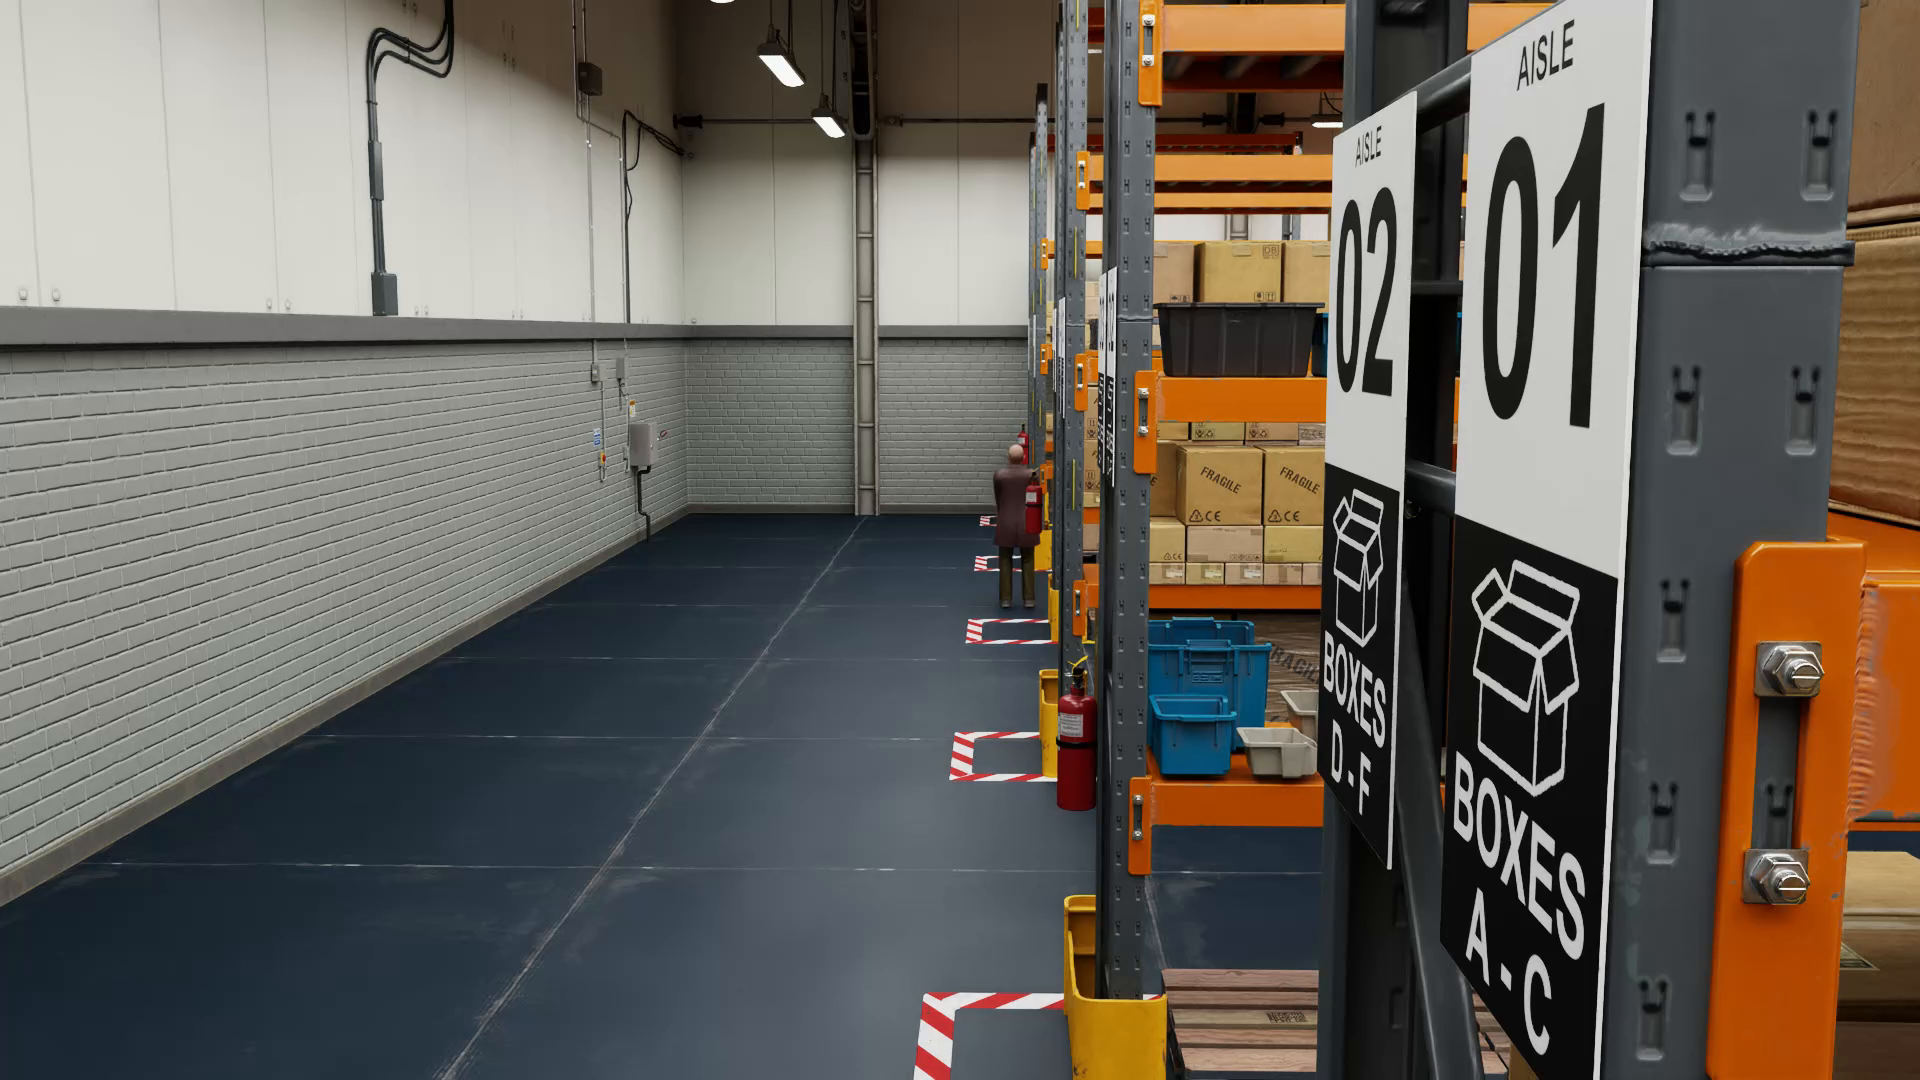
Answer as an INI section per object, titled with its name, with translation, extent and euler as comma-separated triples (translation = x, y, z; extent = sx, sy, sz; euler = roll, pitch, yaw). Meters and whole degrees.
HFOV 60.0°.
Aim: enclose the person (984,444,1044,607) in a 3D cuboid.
[person]
translation = 0.592, -0.157, 18.092
extent = 0.653, 1.774, 0.422
euler = 0, 7, -2
